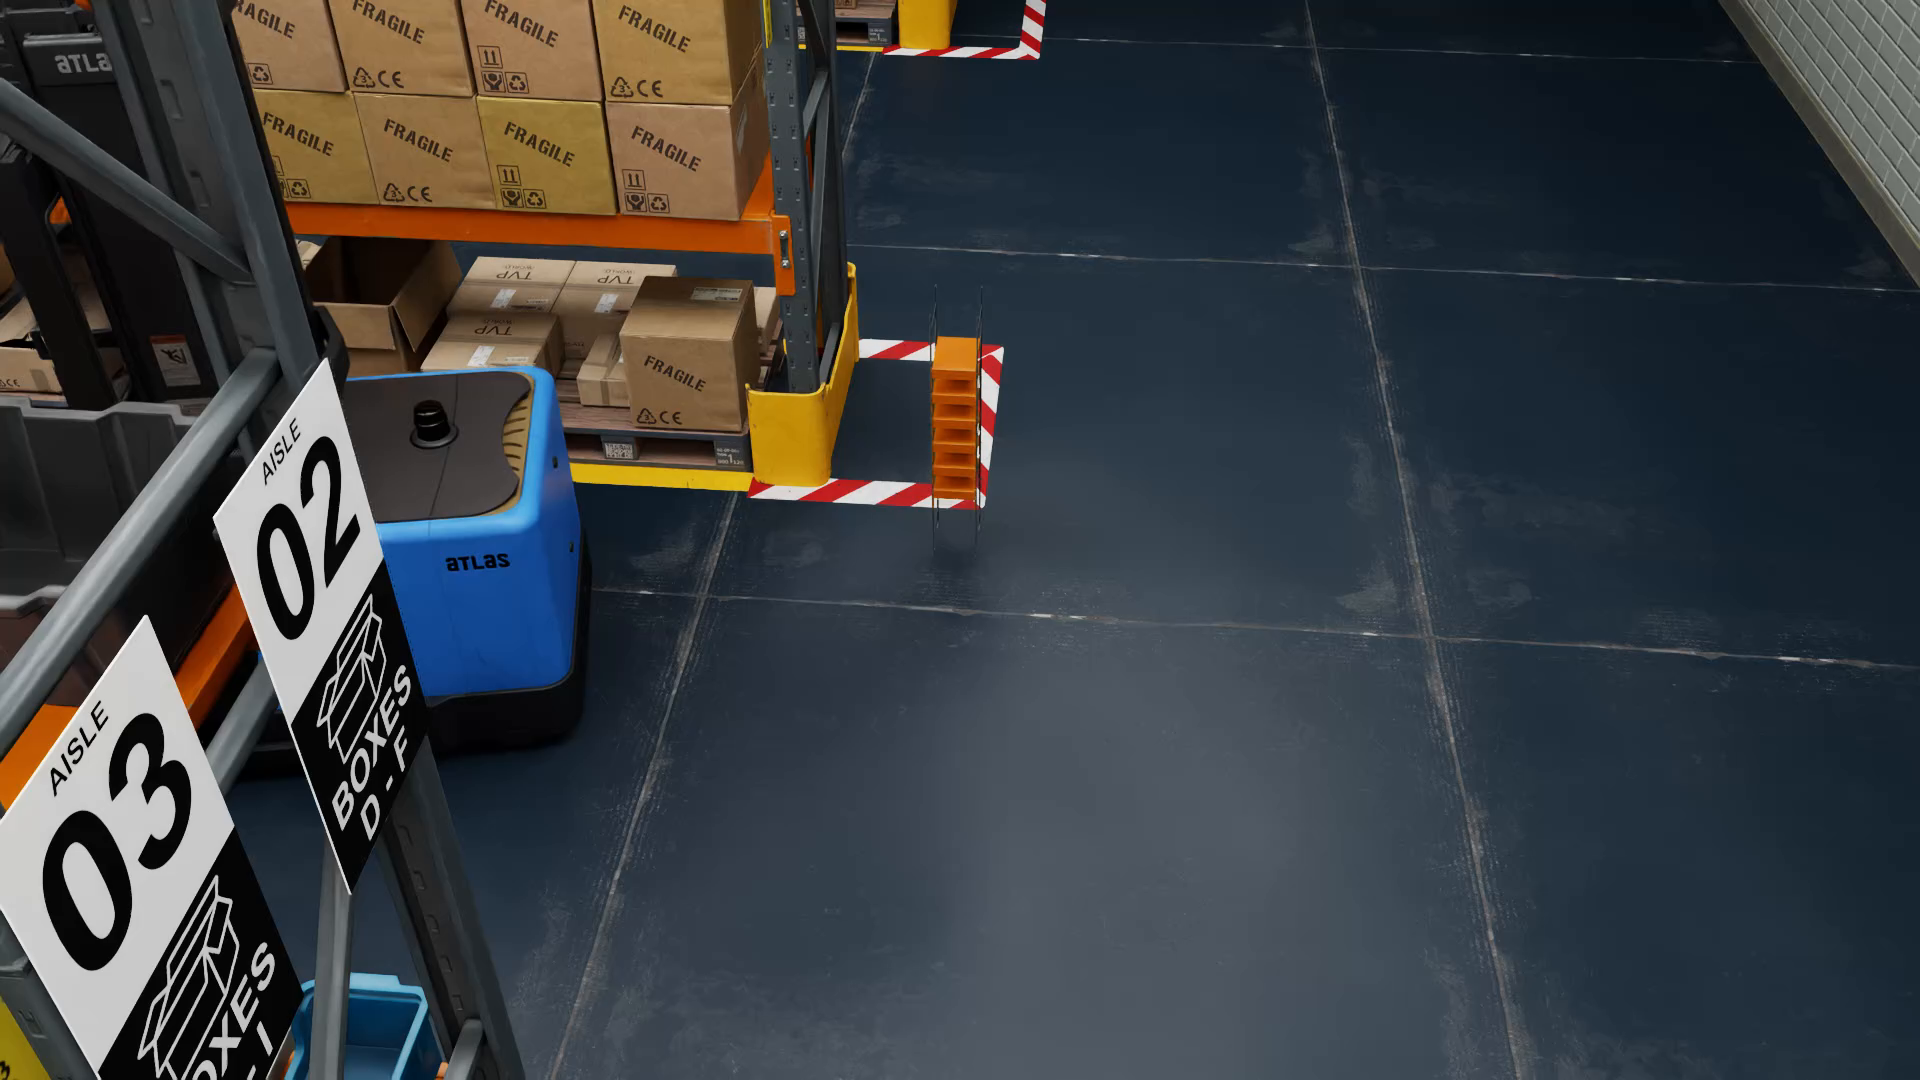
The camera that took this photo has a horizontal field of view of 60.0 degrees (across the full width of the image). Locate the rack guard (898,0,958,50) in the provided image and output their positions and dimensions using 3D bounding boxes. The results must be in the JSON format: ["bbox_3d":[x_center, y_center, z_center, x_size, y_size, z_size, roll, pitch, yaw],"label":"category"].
[{"bbox_3d":[-0.201,-3.917,11.666,0.348,0.500,1.175,3,39,4],"label":"rack guard"}]

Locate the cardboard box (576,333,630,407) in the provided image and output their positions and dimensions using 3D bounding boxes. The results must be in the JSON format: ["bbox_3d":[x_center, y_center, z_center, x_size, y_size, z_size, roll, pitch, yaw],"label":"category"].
[{"bbox_3d":[-1.607,-0.797,7.749,0.250,0.166,0.380,3,39,4],"label":"cardboard box"}]

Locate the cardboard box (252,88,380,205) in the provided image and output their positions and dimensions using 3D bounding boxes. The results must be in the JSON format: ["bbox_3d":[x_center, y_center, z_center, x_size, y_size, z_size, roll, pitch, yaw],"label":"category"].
[{"bbox_3d":[-2.634,-1.748,6.943,0.500,0.500,0.500,3,39,3],"label":"cardboard box"}]

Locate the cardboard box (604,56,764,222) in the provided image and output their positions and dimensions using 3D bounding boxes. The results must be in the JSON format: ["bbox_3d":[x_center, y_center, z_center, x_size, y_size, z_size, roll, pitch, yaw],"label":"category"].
[{"bbox_3d":[-1.118,-1.664,6.839,0.500,0.500,0.500,4,39,5],"label":"cardboard box"}]

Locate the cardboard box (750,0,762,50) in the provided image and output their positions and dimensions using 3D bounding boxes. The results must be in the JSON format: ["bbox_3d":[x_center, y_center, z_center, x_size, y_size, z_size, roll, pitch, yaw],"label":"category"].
[{"bbox_3d":[-1.068,-2.389,6.937,0.500,0.500,0.500,4,39,5],"label":"cardboard box"}]

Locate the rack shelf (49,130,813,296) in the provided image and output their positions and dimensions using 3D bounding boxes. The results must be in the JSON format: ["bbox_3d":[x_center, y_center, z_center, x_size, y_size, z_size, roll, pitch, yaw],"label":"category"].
[{"bbox_3d":[-2.641,-1.602,7.412,4.000,0.370,1.077,3,39,4],"label":"rack shelf"}]

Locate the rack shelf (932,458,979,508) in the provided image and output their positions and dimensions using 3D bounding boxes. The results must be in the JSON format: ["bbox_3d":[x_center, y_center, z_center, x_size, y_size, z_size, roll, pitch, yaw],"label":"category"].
[{"bbox_3d":[-0.014,-0.246,7.052,0.180,0.103,0.258,3,39,4],"label":"rack shelf"}]

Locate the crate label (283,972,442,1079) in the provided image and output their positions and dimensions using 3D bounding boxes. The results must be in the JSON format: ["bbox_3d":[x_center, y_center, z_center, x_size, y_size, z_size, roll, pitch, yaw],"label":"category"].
[{"bbox_3d":[-1.297,1.164,3.529,0.303,0.233,0.416,3,39,4],"label":"crate label"}]

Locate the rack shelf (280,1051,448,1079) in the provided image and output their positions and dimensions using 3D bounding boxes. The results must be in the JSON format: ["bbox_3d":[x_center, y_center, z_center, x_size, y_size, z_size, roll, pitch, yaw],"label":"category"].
[{"bbox_3d":[-3.072,1.513,3.585,4.000,0.370,1.077,3,39,4],"label":"rack shelf"}]

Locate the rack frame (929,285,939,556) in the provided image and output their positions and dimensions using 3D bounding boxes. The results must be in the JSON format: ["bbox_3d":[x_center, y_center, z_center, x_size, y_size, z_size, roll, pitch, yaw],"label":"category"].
[{"bbox_3d":[-0.106,-0.471,6.878,0.006,1.200,0.240,3,39,4],"label":"rack frame"}]

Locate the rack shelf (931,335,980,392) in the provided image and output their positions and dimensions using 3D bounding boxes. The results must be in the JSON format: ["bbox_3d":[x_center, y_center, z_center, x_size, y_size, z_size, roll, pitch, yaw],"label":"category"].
[{"bbox_3d":[-0.014,-0.711,6.673,0.180,0.103,0.258,3,39,4],"label":"rack shelf"}]

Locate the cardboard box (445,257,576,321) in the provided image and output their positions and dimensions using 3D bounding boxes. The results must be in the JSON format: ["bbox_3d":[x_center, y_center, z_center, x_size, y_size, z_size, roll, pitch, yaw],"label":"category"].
[{"bbox_3d":[-2.162,-1.139,8.103,0.500,0.250,0.500,3,39,4],"label":"cardboard box"}]

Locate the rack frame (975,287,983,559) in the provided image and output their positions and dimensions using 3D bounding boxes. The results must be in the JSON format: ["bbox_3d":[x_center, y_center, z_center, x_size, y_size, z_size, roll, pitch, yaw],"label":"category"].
[{"bbox_3d":[0.077,-0.461,6.866,0.006,1.200,0.240,3,39,4],"label":"rack frame"}]

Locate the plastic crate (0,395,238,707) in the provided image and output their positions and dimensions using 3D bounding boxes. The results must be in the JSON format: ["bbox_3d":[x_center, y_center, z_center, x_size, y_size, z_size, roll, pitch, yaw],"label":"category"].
[{"bbox_3d":[-1.439,0.034,2.560,0.590,0.269,0.497,3,39,4],"label":"plastic crate"}]

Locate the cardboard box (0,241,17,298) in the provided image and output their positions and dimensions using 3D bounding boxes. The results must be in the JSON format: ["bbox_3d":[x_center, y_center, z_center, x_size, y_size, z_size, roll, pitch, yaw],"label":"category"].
[{"bbox_3d":[-5.094,-1.371,8.190,0.500,0.500,0.500,1,39,2],"label":"cardboard box"}]

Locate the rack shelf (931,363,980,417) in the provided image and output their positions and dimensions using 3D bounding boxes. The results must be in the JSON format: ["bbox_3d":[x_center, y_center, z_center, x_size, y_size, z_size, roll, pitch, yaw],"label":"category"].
[{"bbox_3d":[-0.014,-0.618,6.749,0.180,0.103,0.258,3,39,4],"label":"rack shelf"}]

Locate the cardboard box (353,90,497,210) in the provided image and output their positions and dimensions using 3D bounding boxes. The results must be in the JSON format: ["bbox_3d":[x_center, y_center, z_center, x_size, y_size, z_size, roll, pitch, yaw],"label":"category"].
[{"bbox_3d":[-2.132,-1.721,6.909,0.500,0.500,0.500,3,39,4],"label":"cardboard box"}]

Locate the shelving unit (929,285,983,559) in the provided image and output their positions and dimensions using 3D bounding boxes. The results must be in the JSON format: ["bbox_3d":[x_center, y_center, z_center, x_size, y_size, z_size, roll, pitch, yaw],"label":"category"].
[{"bbox_3d":[-0.014,-0.466,6.872,0.189,1.200,0.258,3,39,4],"label":"shelving unit"}]

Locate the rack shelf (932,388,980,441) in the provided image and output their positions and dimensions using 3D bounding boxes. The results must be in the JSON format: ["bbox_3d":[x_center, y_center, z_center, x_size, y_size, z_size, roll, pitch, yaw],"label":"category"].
[{"bbox_3d":[-0.014,-0.525,6.824,0.180,0.103,0.258,3,39,4],"label":"rack shelf"}]

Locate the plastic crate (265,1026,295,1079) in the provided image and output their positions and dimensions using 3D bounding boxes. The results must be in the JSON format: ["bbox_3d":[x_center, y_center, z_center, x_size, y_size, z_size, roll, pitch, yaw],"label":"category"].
[{"bbox_3d":[-1.609,1.132,3.645,0.298,0.136,0.250,3,39,4],"label":"plastic crate"}]

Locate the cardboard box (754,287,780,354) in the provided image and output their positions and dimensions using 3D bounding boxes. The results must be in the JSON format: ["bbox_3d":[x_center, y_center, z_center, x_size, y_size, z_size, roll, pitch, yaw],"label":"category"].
[{"bbox_3d":[-1.036,-1.076,8.106,0.250,0.149,0.380,3,39,4],"label":"cardboard box"}]

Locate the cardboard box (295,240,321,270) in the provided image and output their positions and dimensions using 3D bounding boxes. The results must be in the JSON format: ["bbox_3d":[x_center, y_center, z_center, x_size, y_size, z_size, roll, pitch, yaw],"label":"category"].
[{"bbox_3d":[-3.294,-1.224,8.160,0.500,0.311,0.500,3,39,4],"label":"cardboard box"}]

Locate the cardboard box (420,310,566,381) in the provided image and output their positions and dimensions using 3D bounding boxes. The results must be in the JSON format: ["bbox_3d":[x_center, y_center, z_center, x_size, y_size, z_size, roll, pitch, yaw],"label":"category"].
[{"bbox_3d":[-2.155,-0.822,7.713,0.500,0.250,0.500,3,39,4],"label":"cardboard box"}]

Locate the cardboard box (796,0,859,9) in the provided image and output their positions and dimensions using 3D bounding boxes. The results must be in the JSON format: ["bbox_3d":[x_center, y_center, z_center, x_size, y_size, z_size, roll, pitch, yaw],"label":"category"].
[{"bbox_3d":[-0.931,-4.057,11.505,0.500,0.500,0.700,3,39,4],"label":"cardboard box"}]

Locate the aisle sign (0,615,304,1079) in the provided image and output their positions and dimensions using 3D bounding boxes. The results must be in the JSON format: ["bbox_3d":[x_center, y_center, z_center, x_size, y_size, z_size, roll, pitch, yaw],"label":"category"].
[{"bbox_3d":[-1.033,0.523,2.172,0.004,0.787,0.394,3,39,4],"label":"aisle sign"}]

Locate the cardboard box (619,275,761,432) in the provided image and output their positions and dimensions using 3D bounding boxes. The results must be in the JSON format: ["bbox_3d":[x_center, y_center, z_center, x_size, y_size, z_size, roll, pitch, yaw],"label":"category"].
[{"bbox_3d":[-1.211,-0.848,7.547,0.500,0.500,0.500,3,39,4],"label":"cardboard box"}]

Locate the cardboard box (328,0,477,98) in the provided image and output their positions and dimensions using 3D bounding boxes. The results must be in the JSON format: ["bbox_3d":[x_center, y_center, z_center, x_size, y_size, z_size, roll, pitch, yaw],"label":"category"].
[{"bbox_3d":[-2.136,-2.102,6.585,0.500,0.500,0.500,4,39,5],"label":"cardboard box"}]

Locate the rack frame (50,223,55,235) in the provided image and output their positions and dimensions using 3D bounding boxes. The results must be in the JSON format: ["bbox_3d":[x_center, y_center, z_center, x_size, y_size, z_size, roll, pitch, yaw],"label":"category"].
[{"bbox_3d":[-4.633,-1.990,7.319,0.127,3.000,1.000,3,39,4],"label":"rack frame"}]

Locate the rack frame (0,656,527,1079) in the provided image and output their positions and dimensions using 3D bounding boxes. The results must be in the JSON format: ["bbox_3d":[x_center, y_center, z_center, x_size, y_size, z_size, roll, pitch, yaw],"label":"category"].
[{"bbox_3d":[-1.079,1.343,3.224,0.127,3.000,1.000,3,39,4],"label":"rack frame"}]

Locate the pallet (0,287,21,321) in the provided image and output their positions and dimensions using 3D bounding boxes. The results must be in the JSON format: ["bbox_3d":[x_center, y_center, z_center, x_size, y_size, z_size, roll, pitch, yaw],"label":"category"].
[{"bbox_3d":[-5.447,-0.929,8.224,1.213,0.211,1.003,3,39,4],"label":"pallet"}]

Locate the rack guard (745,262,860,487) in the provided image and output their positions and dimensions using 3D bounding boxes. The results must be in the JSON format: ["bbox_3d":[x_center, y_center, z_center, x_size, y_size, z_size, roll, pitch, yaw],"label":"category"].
[{"bbox_3d":[-0.724,-0.807,7.845,0.348,0.500,1.175,3,39,4],"label":"rack guard"}]

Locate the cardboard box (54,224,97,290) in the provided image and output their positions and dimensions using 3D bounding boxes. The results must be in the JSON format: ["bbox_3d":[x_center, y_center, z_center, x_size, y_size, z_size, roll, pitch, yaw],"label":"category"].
[{"bbox_3d":[-4.041,-1.339,8.150,0.500,0.500,0.500,3,39,4],"label":"cardboard box"}]

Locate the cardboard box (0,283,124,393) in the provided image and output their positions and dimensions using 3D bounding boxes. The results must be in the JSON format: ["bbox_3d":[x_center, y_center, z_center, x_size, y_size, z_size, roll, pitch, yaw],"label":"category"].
[{"bbox_3d":[-4.234,-0.959,7.833,0.500,0.311,0.500,3,39,4],"label":"cardboard box"}]

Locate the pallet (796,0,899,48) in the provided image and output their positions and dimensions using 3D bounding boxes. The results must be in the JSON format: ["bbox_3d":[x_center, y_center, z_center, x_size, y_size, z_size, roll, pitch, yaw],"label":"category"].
[{"bbox_3d":[-1.028,-3.801,11.752,1.213,0.211,1.003,3,39,4],"label":"pallet"}]

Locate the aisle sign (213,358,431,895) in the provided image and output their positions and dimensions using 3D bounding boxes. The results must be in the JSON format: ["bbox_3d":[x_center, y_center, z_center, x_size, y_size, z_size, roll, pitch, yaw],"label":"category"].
[{"bbox_3d":[-0.982,0.152,2.628,0.004,0.787,0.394,3,39,4],"label":"aisle sign"}]

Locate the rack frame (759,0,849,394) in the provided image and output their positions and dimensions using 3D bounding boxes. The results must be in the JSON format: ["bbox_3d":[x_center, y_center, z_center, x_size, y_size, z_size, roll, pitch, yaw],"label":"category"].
[{"bbox_3d":[-0.648,-1.772,7.051,0.127,3.000,1.000,3,39,4],"label":"rack frame"}]

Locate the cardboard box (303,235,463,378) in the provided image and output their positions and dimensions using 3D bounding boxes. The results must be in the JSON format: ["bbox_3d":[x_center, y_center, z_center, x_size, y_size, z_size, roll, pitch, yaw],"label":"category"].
[{"bbox_3d":[-2.761,-1.093,7.846,0.637,0.503,0.797,3,39,4],"label":"cardboard box"}]

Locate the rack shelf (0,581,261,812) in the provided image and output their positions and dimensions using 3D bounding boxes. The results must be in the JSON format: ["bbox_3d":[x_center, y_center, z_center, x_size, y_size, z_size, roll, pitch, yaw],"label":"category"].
[{"bbox_3d":[-3.072,0.350,2.638,4.000,0.370,1.077,3,39,4],"label":"rack shelf"}]

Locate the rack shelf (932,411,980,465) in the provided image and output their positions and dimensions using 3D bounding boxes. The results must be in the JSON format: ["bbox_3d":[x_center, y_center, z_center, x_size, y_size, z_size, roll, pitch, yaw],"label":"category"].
[{"bbox_3d":[-0.014,-0.432,6.900,0.180,0.103,0.258,3,39,4],"label":"rack shelf"}]

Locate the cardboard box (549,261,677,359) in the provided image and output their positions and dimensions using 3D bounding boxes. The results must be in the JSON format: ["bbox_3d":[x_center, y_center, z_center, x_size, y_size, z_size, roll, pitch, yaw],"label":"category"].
[{"bbox_3d":[-1.664,-1.112,8.069,0.500,0.250,0.500,3,39,4],"label":"cardboard box"}]

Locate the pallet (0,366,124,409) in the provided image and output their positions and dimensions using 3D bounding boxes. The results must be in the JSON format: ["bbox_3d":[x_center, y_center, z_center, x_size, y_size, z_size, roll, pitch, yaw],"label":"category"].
[{"bbox_3d":[-3.949,-0.870,8.152,1.213,0.211,1.003,3,39,4],"label":"pallet"}]

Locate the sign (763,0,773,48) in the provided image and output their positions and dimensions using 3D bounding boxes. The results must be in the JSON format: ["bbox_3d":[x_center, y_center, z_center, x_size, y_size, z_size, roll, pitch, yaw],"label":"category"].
[{"bbox_3d":[-0.716,-1.996,6.158,0.005,0.325,0.100,3,39,4],"label":"sign"}]

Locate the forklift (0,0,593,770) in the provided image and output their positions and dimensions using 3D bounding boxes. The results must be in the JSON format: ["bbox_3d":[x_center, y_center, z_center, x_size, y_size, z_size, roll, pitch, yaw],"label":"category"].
[{"bbox_3d":[-2.990,-0.564,5.622,3.031,2.935,1.130,-5,39,-6],"label":"forklift"}]

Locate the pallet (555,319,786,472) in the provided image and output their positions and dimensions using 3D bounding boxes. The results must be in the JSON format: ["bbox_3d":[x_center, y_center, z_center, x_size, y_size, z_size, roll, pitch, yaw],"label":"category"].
[{"bbox_3d":[-1.518,-0.738,7.989,1.213,0.211,1.003,3,39,4],"label":"pallet"}]

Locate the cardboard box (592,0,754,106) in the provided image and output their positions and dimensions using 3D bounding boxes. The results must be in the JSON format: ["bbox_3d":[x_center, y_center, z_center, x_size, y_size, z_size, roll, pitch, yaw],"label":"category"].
[{"bbox_3d":[-1.116,-2.050,6.521,0.500,0.500,0.500,3,39,3],"label":"cardboard box"}]

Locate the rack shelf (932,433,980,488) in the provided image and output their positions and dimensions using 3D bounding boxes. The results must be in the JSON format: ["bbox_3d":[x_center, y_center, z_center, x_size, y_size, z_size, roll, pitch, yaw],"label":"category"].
[{"bbox_3d":[-0.014,-0.339,6.976,0.180,0.103,0.258,3,39,4],"label":"rack shelf"}]

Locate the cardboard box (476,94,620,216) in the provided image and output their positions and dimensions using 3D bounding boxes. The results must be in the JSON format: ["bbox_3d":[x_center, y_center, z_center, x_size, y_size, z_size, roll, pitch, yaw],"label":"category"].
[{"bbox_3d":[-1.635,-1.690,6.871,0.500,0.500,0.500,3,39,4],"label":"cardboard box"}]

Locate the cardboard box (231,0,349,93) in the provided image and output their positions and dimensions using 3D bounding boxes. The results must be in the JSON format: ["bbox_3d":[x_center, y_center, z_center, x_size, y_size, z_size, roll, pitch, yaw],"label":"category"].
[{"bbox_3d":[-2.648,-2.130,6.620,0.500,0.500,0.500,4,39,5],"label":"cardboard box"}]

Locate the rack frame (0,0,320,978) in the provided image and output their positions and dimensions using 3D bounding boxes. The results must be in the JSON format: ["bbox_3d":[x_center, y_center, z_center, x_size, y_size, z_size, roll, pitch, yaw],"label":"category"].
[{"bbox_3d":[-1.079,-0.984,1.330,0.127,3.000,1.000,3,39,4],"label":"rack frame"}]

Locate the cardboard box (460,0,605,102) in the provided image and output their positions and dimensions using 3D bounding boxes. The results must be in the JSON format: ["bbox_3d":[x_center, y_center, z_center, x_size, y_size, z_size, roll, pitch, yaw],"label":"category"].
[{"bbox_3d":[-1.619,-2.077,6.554,0.500,0.500,0.500,4,39,5],"label":"cardboard box"}]

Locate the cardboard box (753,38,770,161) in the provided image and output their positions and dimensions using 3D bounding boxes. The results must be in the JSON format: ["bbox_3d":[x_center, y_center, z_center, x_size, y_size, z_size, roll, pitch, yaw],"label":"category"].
[{"bbox_3d":[-1.068,-2.001,7.253,0.500,0.500,0.500,4,39,5],"label":"cardboard box"}]
